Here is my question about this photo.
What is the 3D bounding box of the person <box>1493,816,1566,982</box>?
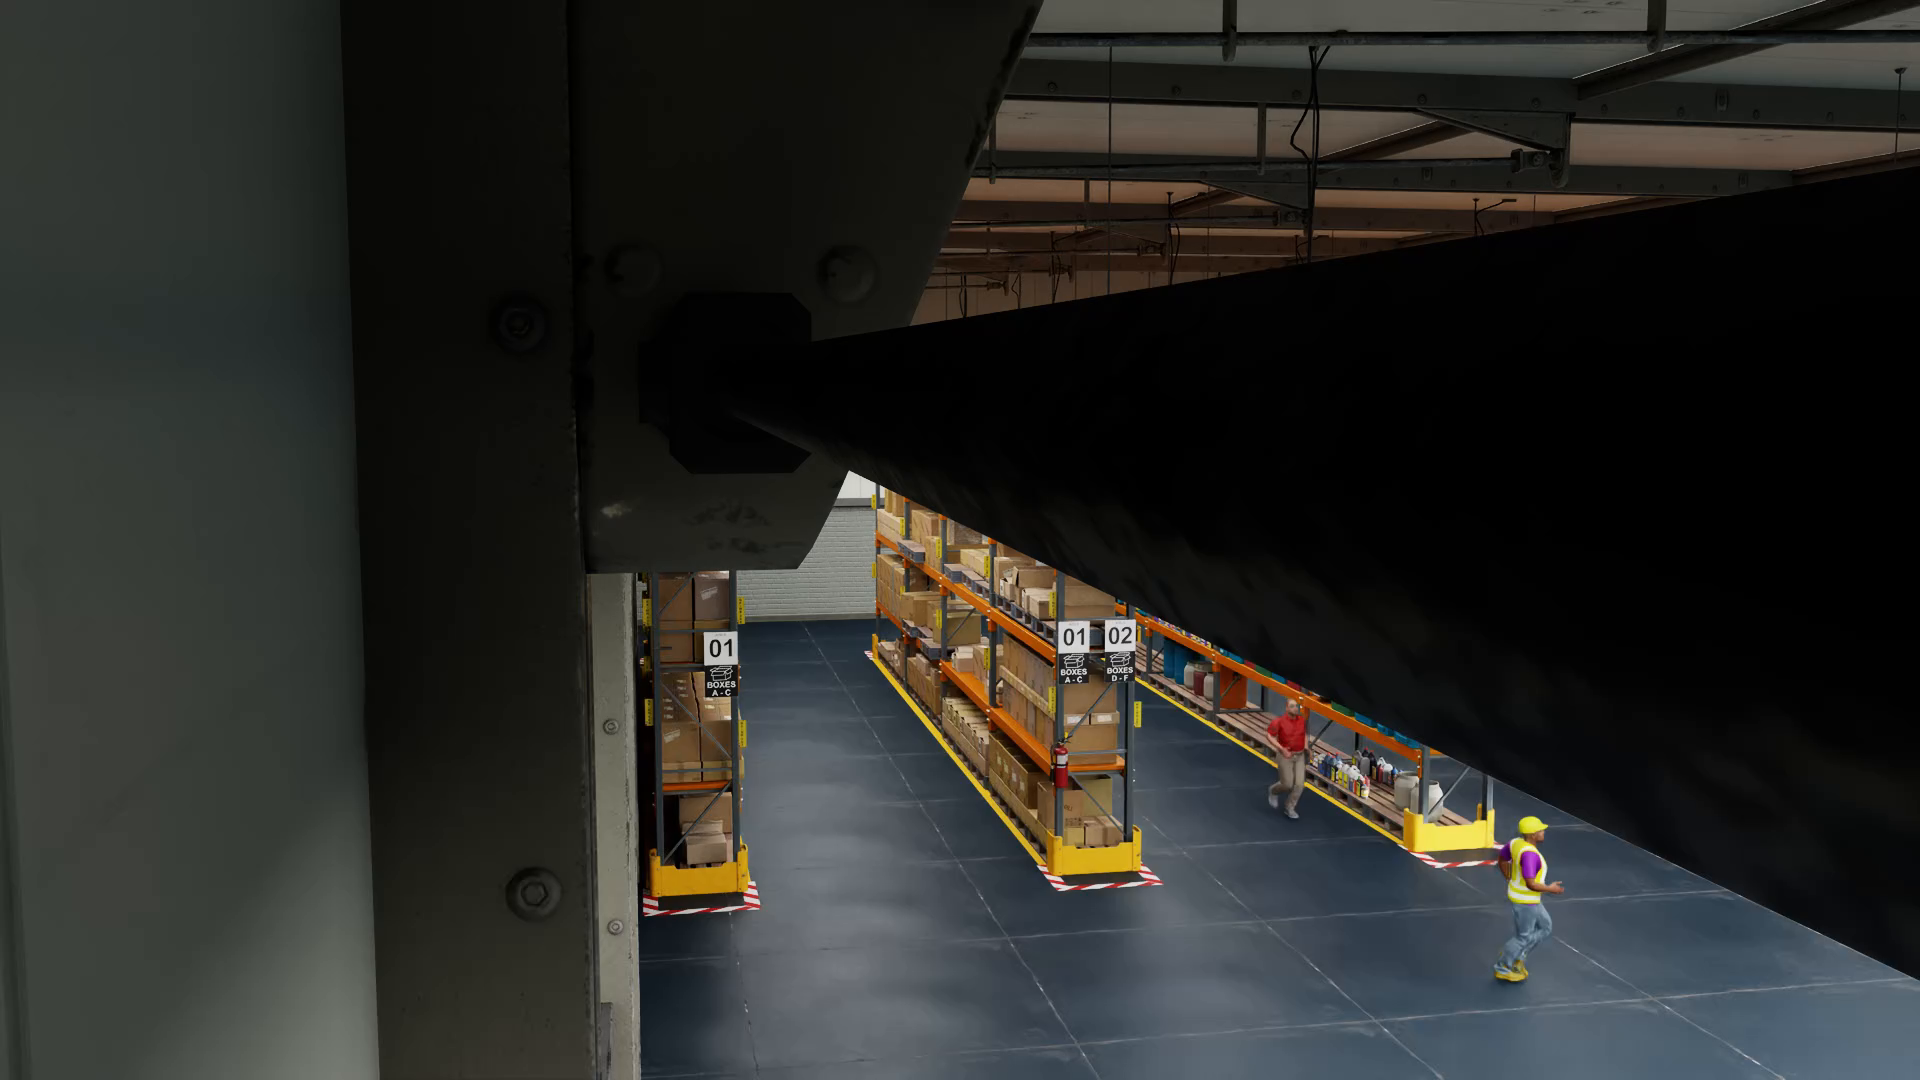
[{"bbox_3d":[5.864,3.706,17.129,0.670,1.751,0.666,1,6,12],"label":"person"}]

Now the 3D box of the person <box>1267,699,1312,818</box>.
[{"bbox_3d":[4.665,3.075,23.580,0.655,1.680,0.603,-2,6,-21],"label":"person"}]
